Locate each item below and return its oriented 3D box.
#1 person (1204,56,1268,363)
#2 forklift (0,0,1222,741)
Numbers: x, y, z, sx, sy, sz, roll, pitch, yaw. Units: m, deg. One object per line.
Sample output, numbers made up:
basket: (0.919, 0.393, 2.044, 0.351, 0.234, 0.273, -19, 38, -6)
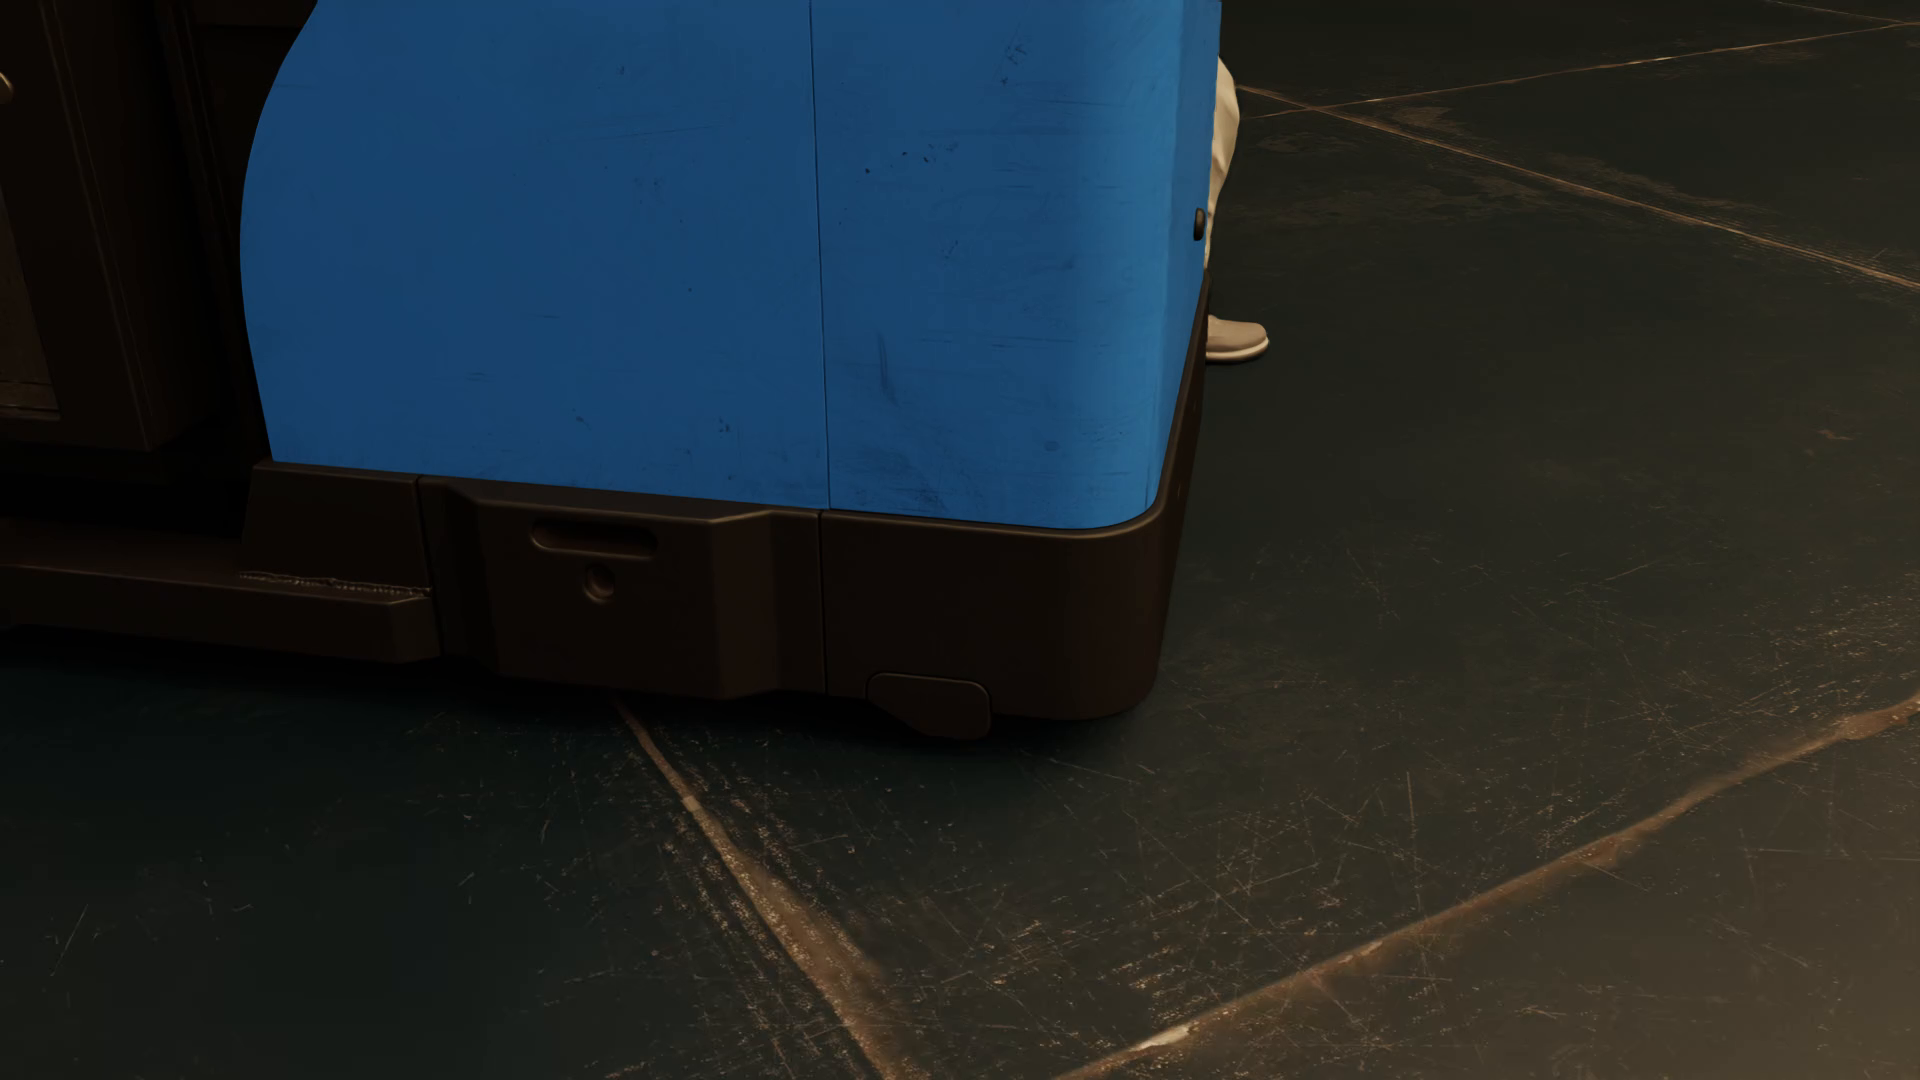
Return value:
person: (0.290, -1.189, 3.267, 0.727, 1.425, 1.016, -3, 27, -6)
forklift: (-1.171, -1.390, 2.000, 3.031, 2.935, 1.130, 5, 27, 10)
